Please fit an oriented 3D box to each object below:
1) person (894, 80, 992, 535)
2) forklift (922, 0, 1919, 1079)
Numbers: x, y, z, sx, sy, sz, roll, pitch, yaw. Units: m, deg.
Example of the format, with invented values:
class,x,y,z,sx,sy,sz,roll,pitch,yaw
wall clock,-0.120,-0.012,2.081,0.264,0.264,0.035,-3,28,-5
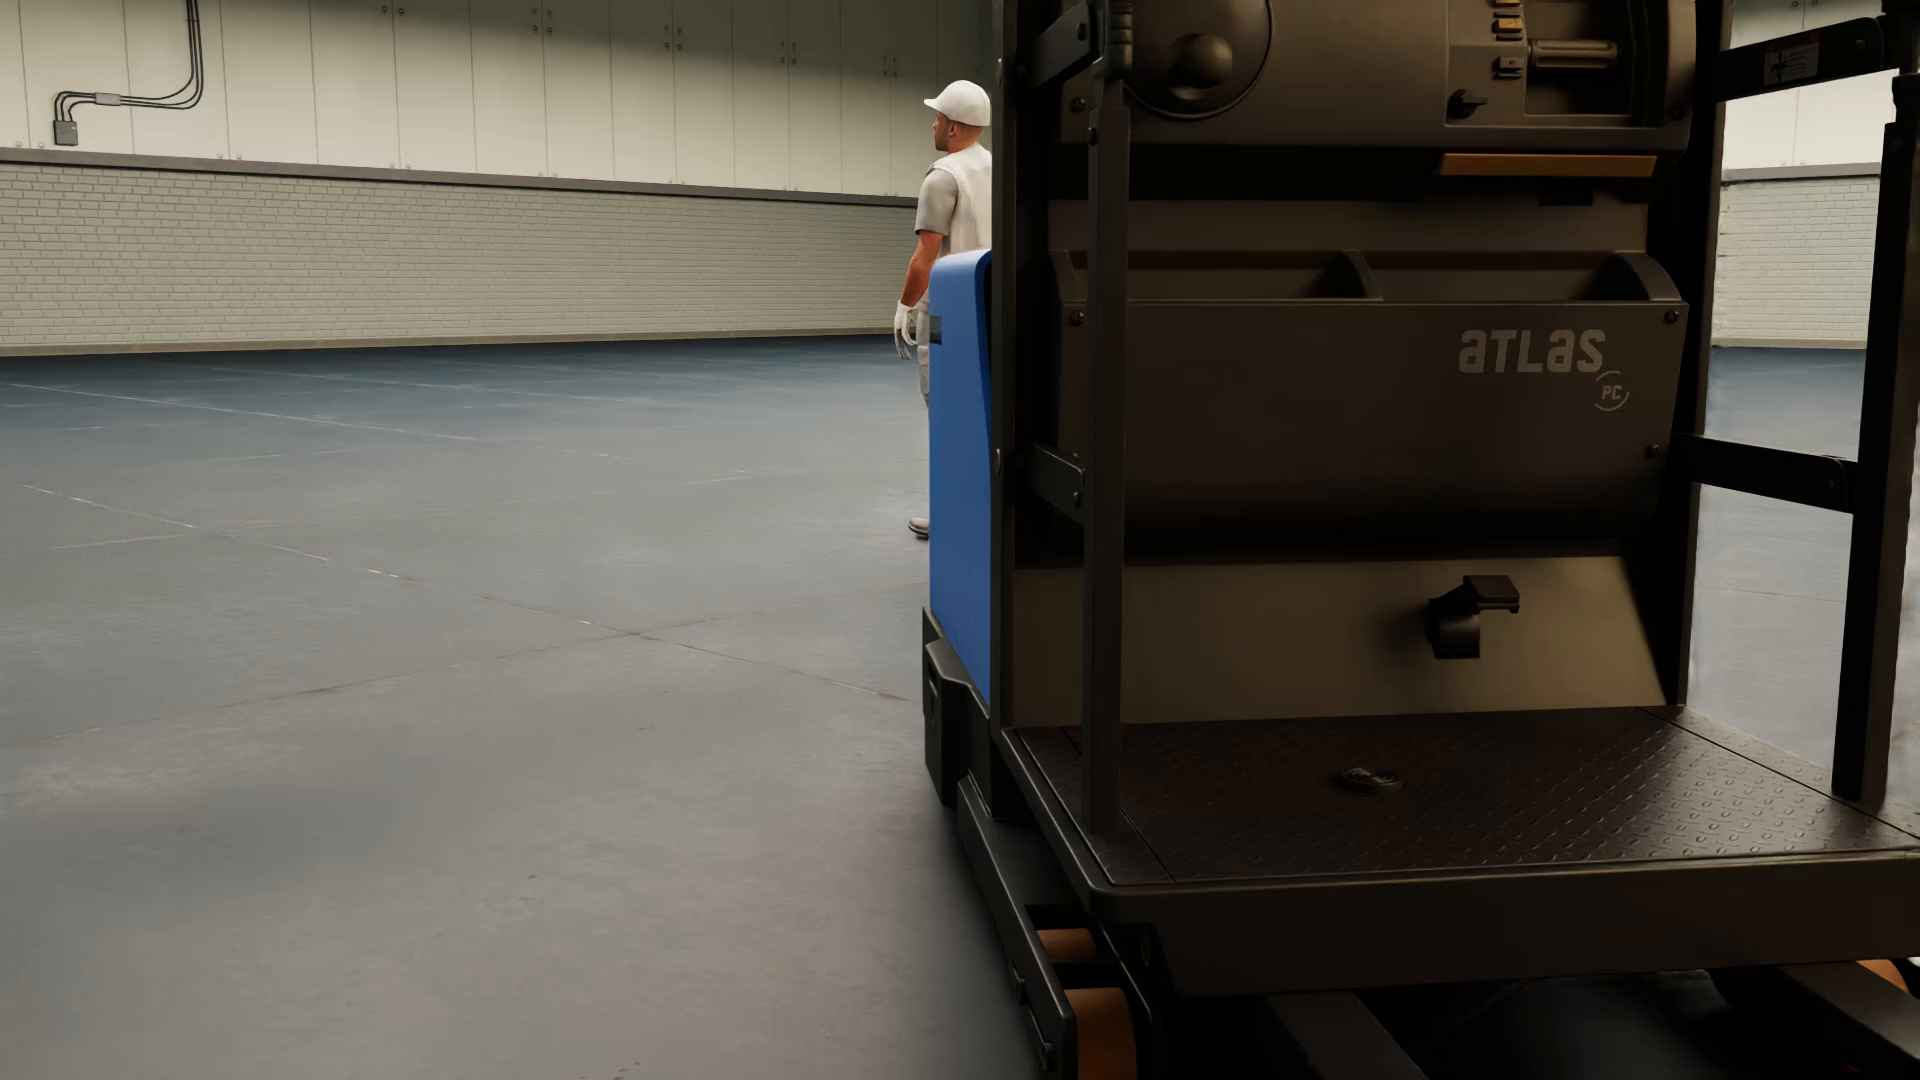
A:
class,x,y,z,sx,sy,sz,roll,pitch,yaw
person,-0.049,-0.902,6.647,0.564,1.787,0.637,8,12,43
forklift,0.622,-0.796,2.158,1.130,2.935,3.031,-1,9,-7
